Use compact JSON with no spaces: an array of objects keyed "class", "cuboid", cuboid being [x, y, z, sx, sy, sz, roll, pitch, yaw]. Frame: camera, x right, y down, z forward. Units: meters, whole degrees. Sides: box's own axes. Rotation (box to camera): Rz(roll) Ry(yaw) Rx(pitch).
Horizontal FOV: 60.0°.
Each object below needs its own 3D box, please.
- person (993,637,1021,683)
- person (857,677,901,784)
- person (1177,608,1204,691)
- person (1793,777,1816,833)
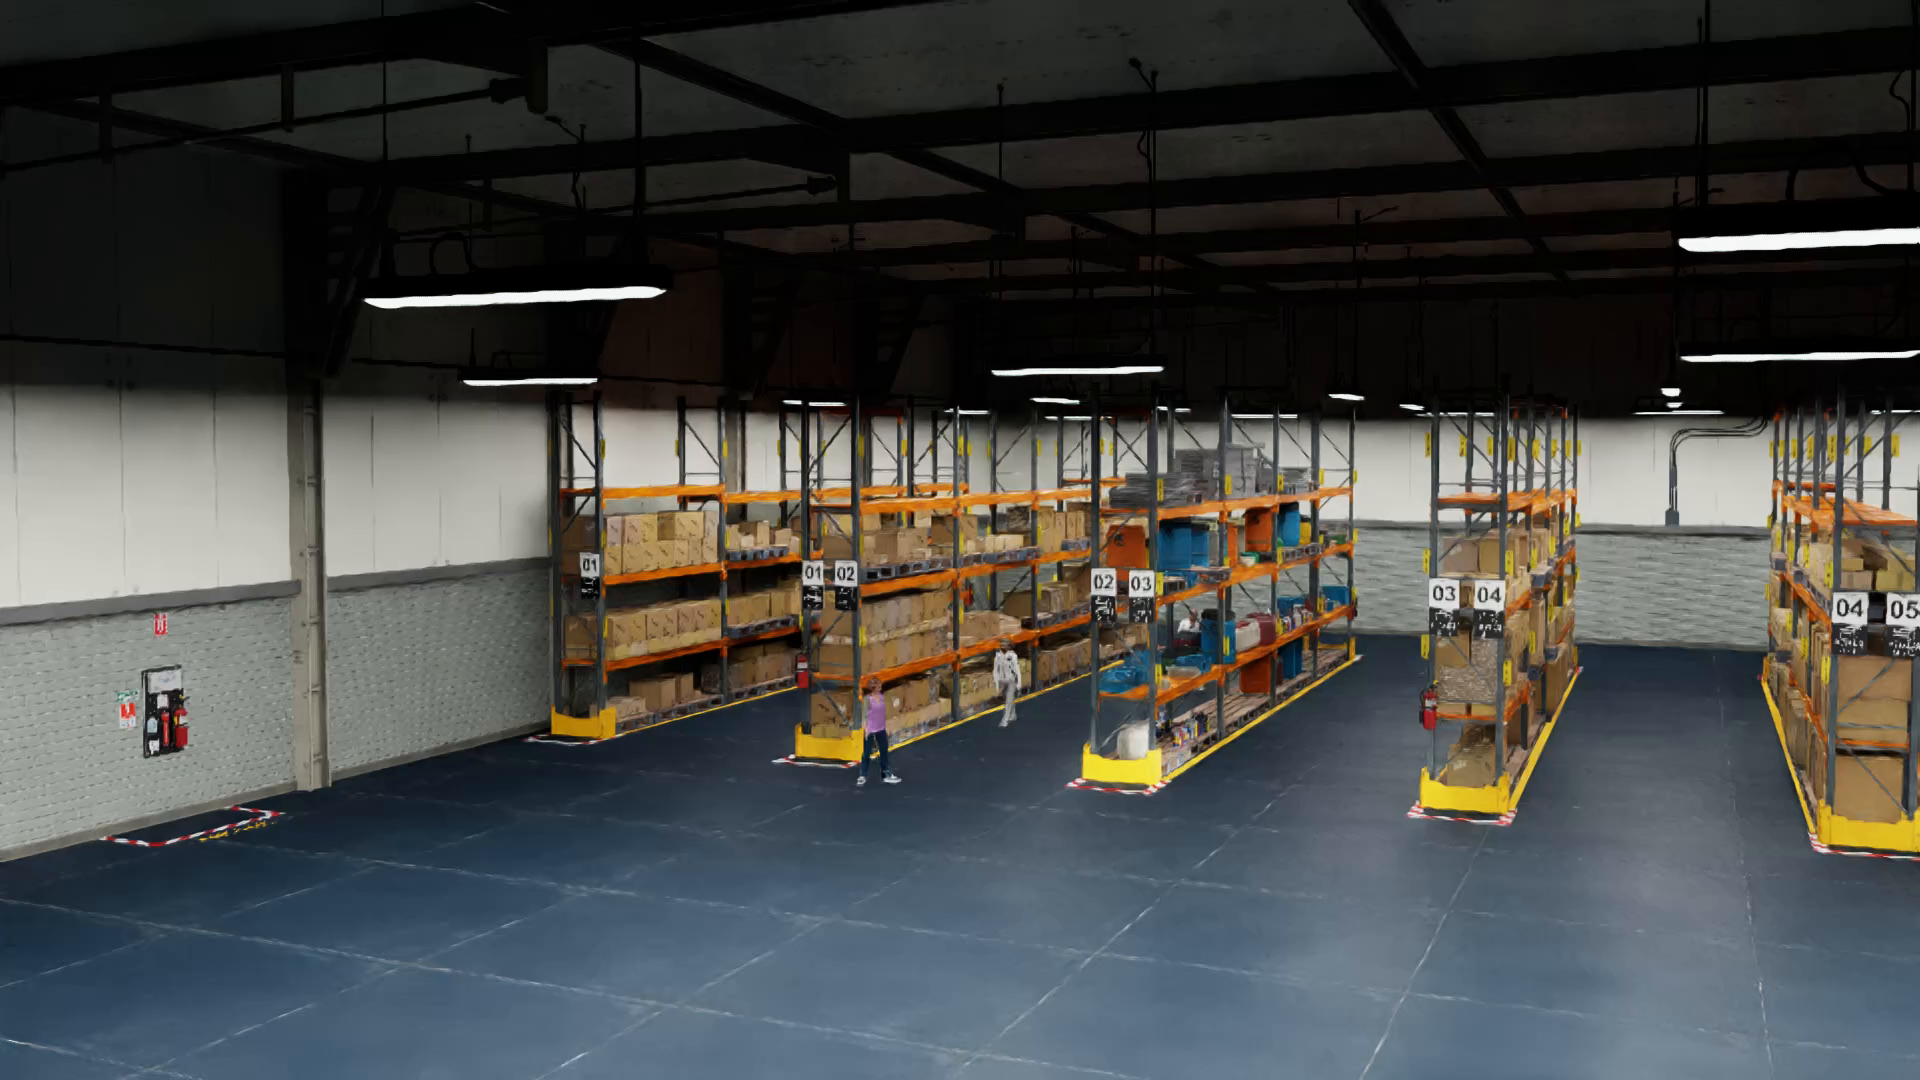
[{"class":"person","cuboid":[0.825,2.159,29.971,0.495,0.843,0.386,2,4,26]},{"class":"person","cuboid":[-1.244,2.826,24.731,0.600,1.594,0.455,-3,4,-39]},{"class":"person","cuboid":[4.821,2.247,34.284,0.729,1.733,0.546,1,3,23]},{"class":"person","cuboid":[14.791,2.938,22.286,6.720,1.680,7.327,-2,4,-38]}]
